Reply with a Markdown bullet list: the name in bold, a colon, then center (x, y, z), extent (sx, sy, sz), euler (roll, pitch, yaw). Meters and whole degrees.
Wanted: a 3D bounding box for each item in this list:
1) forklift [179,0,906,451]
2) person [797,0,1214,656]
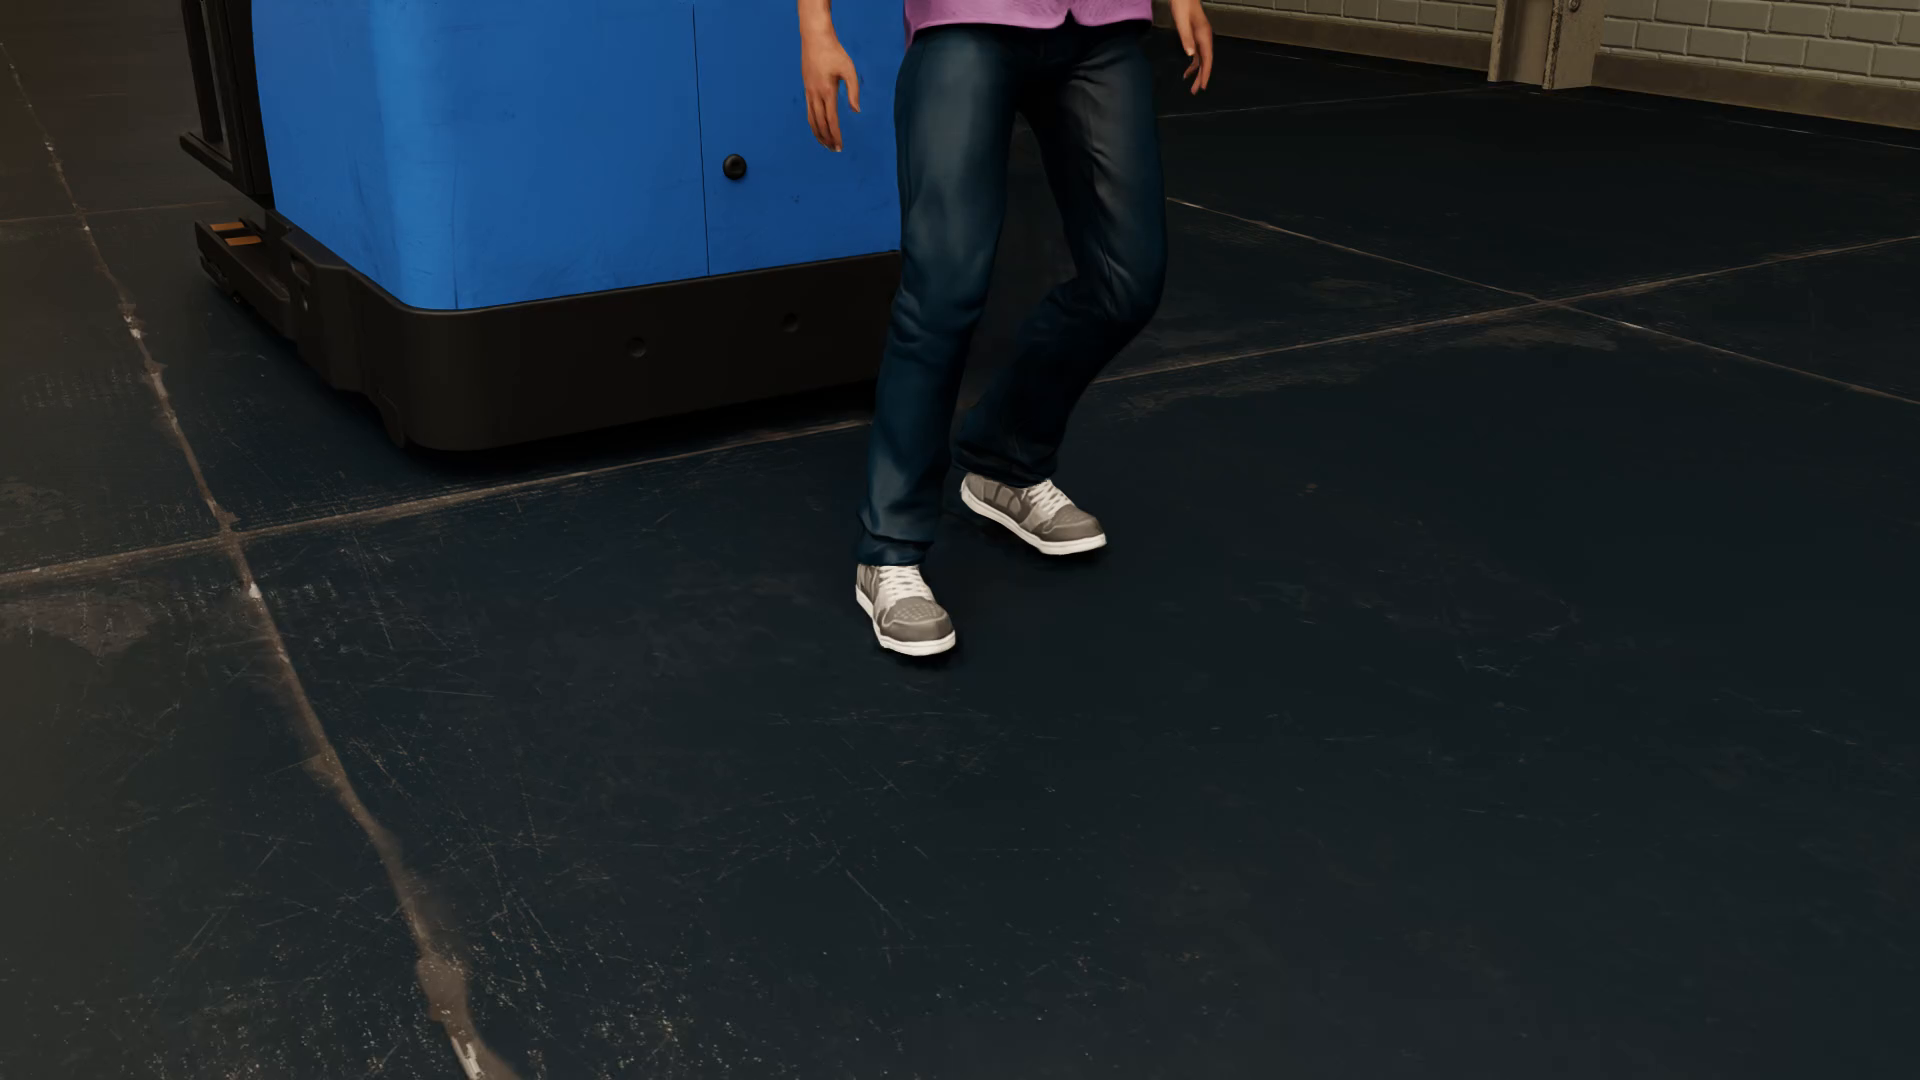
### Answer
- **forklift**: center (-1.261, -2.014, 3.681), extent (1.130, 2.935, 3.031), euler (-14, 26, -30)
- **person**: center (0.060, -0.662, 2.207), extent (0.600, 1.541, 0.487), euler (-11, 25, -25)
